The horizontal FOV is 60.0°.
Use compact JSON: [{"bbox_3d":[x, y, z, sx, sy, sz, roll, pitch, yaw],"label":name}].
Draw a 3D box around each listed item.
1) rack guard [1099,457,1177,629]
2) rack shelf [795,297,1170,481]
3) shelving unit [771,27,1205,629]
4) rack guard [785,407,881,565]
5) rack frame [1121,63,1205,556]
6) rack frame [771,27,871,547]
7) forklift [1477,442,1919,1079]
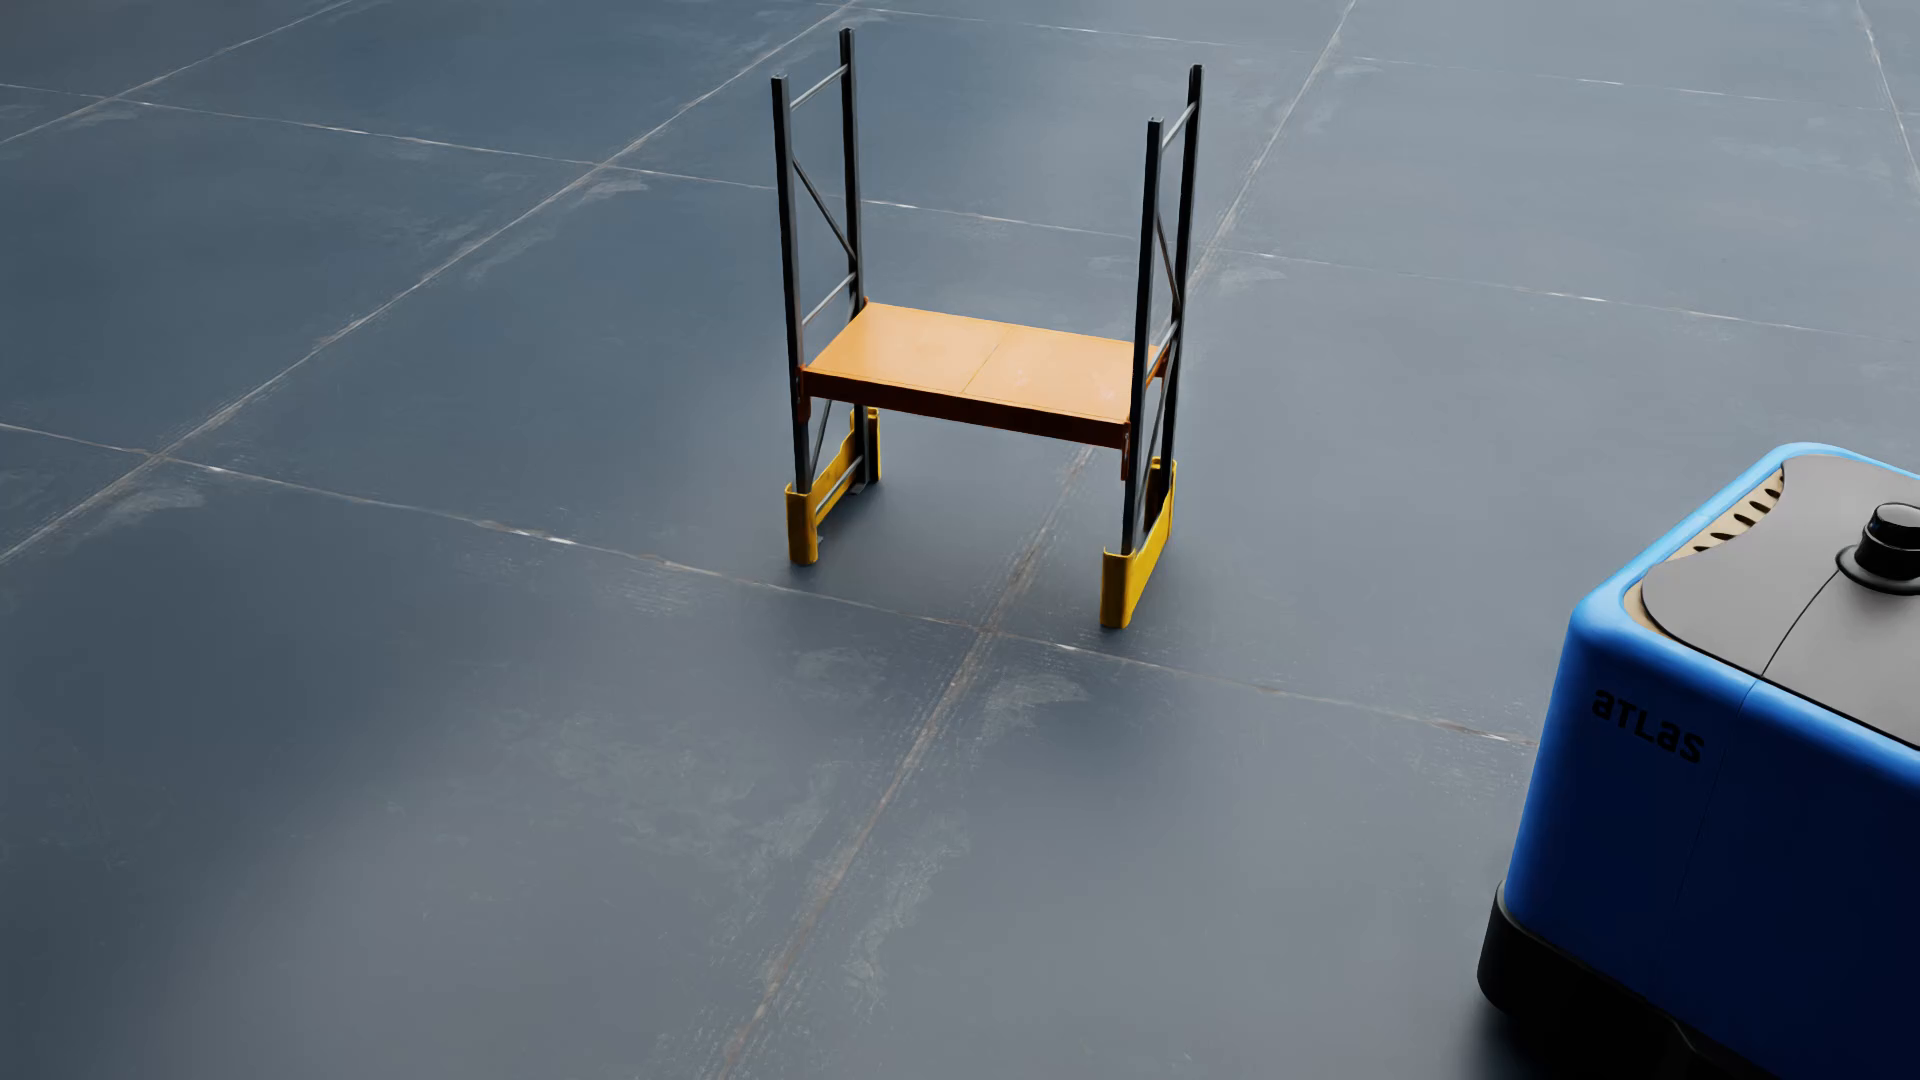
[{"bbox_3d":[0.541,0.000,5.019,0.087,0.250,0.587,11,34,16],"label":"rack guard"},{"bbox_3d":[0.080,-0.463,4.917,1.000,0.185,0.538,11,34,16],"label":"rack shelf"},{"bbox_3d":[0.072,-0.616,4.822,1.083,1.500,0.587,11,34,16],"label":"shelving unit"},{"bbox_3d":[-0.397,-0.182,5.302,0.087,0.250,0.587,11,34,16],"label":"rack guard"},{"bbox_3d":[0.559,-0.521,4.675,0.032,1.500,0.500,11,34,16],"label":"rack frame"},{"bbox_3d":[-0.398,-0.708,4.963,0.032,1.500,0.500,11,34,16],"label":"rack frame"},{"bbox_3d":[2.510,0.191,2.251,1.130,2.935,3.031,-27,42,-36],"label":"forklift"}]
